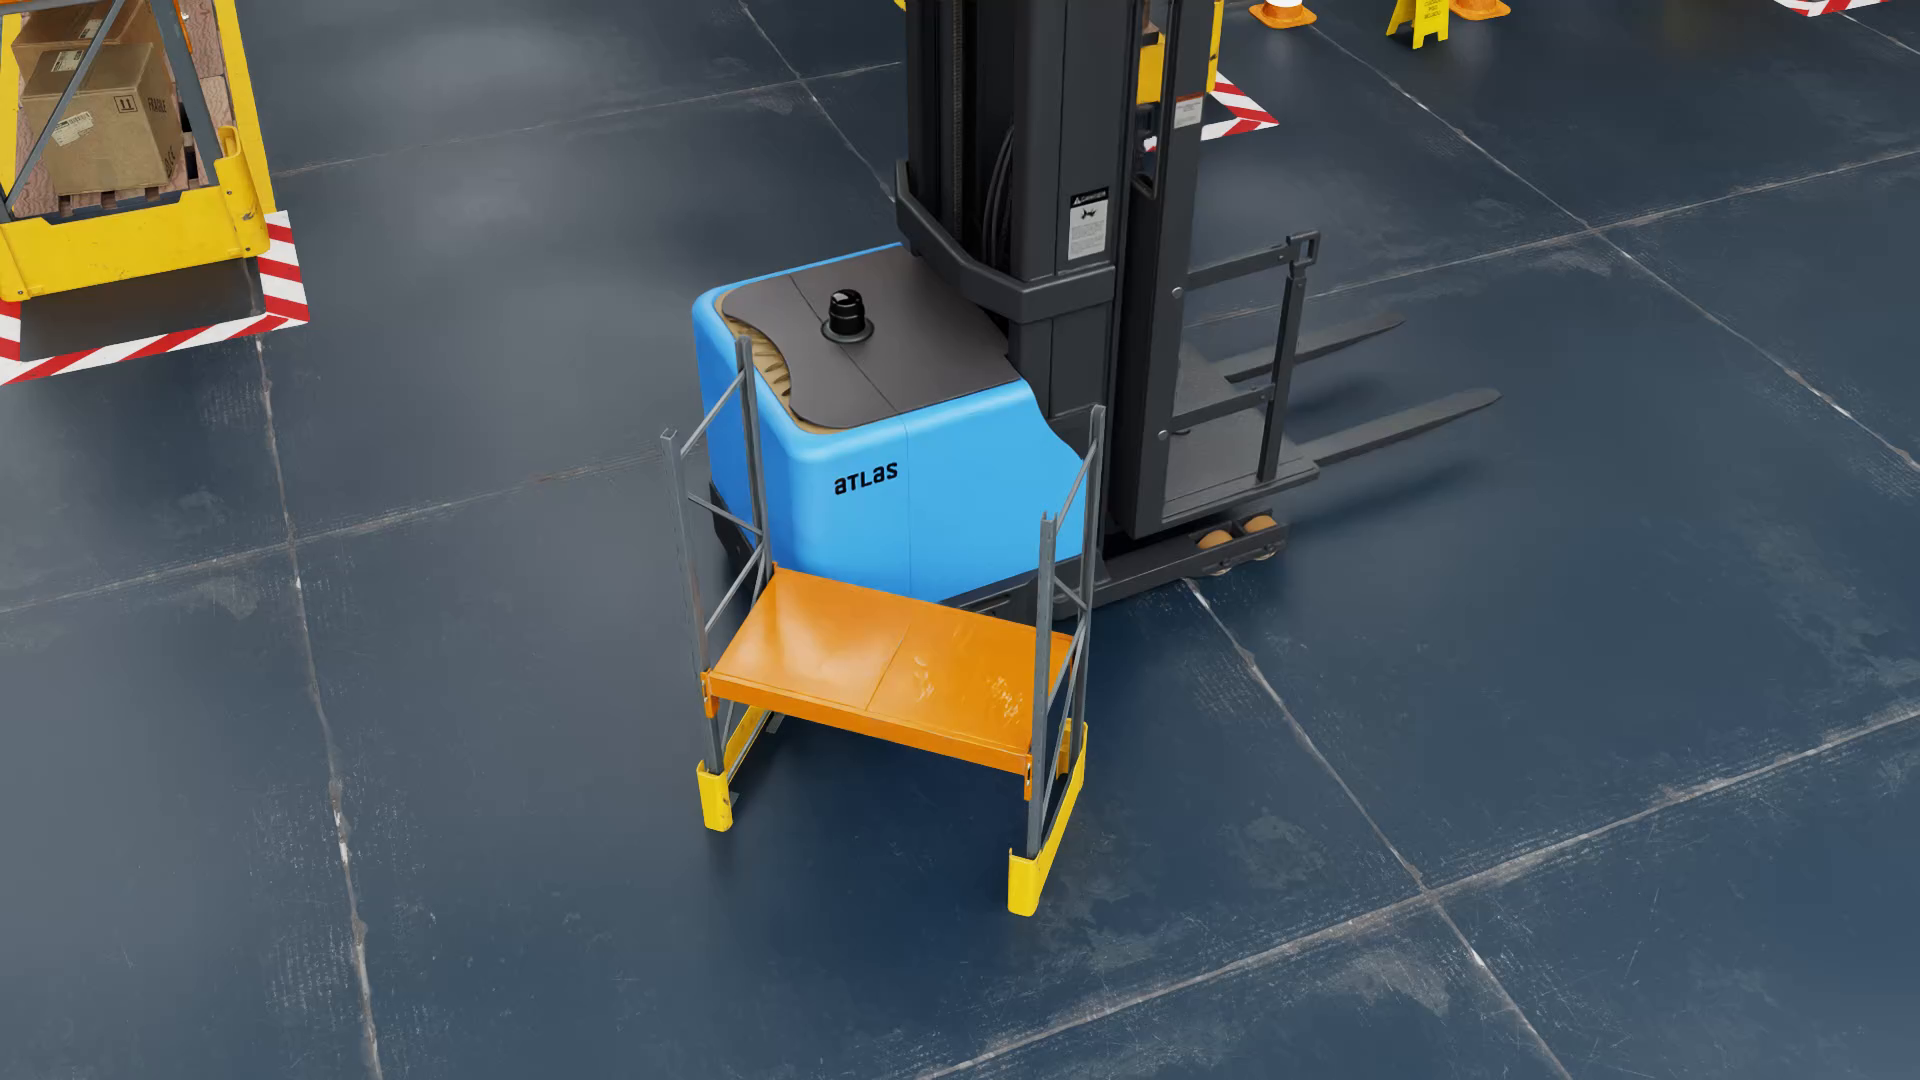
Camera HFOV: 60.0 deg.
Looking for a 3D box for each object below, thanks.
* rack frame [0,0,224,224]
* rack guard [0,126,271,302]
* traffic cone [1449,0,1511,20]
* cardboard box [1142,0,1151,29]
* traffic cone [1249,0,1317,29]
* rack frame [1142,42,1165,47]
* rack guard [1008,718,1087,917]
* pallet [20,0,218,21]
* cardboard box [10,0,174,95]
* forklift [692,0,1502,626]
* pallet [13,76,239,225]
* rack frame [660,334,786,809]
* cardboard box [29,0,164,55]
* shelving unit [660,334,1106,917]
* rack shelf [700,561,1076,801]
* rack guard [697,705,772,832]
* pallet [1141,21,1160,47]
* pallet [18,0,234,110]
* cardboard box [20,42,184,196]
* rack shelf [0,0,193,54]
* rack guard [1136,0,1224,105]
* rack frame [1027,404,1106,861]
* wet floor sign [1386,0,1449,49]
[{"bbox_3d":[-3.815,-2.401,6.741,1.000,3.000,0.127,-15,43,-17],"label":"rack frame"},{"bbox_3d":[-3.844,-1.499,7.610,1.175,0.500,0.348,-15,43,-17],"label":"rack guard"},{"bbox_3d":[3.089,-3.367,9.810,0.336,0.463,0.334,-15,43,-17],"label":"traffic cone"},{"bbox_3d":[0.486,-3.323,9.121,0.875,0.875,0.875,-15,43,-17],"label":"cardboard box"},{"bbox_3d":[1.915,-3.290,9.721,0.336,0.463,0.334,-15,43,-17],"label":"traffic cone"},{"bbox_3d":[0.806,-3.577,8.110,1.000,3.000,0.127,-15,43,-17],"label":"rack frame"},{"bbox_3d":[0.270,0.840,5.082,0.087,0.250,0.587,13,42,14],"label":"rack guard"},{"bbox_3d":[-5.056,-3.357,9.992,1.003,0.211,1.213,-15,43,-17],"label":"pallet"},{"bbox_3d":[-4.299,-2.344,8.271,0.500,0.500,0.500,-5,41,-6],"label":"cardboard box"},{"bbox_3d":[0.641,-1.272,5.481,3.031,2.935,1.130,-18,44,-20],"label":"forklift"},{"bbox_3d":[-4.122,-1.888,8.283,1.003,0.211,1.213,-15,43,-17],"label":"pallet"},{"bbox_3d":[-0.674,0.156,4.919,0.032,1.500,0.500,13,42,14],"label":"rack frame"},{"bbox_3d":[-4.521,-2.726,8.715,0.500,0.500,0.500,-11,42,-13],"label":"cardboard box"},{"bbox_3d":[-0.201,0.261,4.796,1.083,1.500,0.587,13,42,14],"label":"shelving unit"},{"bbox_3d":[-0.193,0.399,4.912,1.000,0.185,0.538,13,42,14],"label":"rack shelf"},{"bbox_3d":[-0.673,0.630,5.326,0.087,0.250,0.587,13,42,14],"label":"rack guard"},{"bbox_3d":[0.428,-2.982,9.556,1.003,0.211,1.213,-15,43,-17],"label":"pallet"},{"bbox_3d":[-4.585,-2.621,9.136,1.003,0.211,1.213,-15,43,-17],"label":"pallet"},{"bbox_3d":[-4.038,-1.993,7.862,0.500,0.500,0.500,-8,41,-9],"label":"cardboard box"},{"bbox_3d":[-4.580,-3.333,8.377,1.077,0.370,4.000,-15,43,-17],"label":"rack shelf"},{"bbox_3d":[0.815,-2.615,8.908,1.175,0.500,0.348,-15,43,-17],"label":"rack guard"},{"bbox_3d":[0.288,0.370,4.670,0.032,1.500,0.500,13,42,14],"label":"rack frame"},{"bbox_3d":[2.647,-3.161,9.431,0.267,0.644,0.232,-23,46,-24],"label":"wet floor sign"}]
